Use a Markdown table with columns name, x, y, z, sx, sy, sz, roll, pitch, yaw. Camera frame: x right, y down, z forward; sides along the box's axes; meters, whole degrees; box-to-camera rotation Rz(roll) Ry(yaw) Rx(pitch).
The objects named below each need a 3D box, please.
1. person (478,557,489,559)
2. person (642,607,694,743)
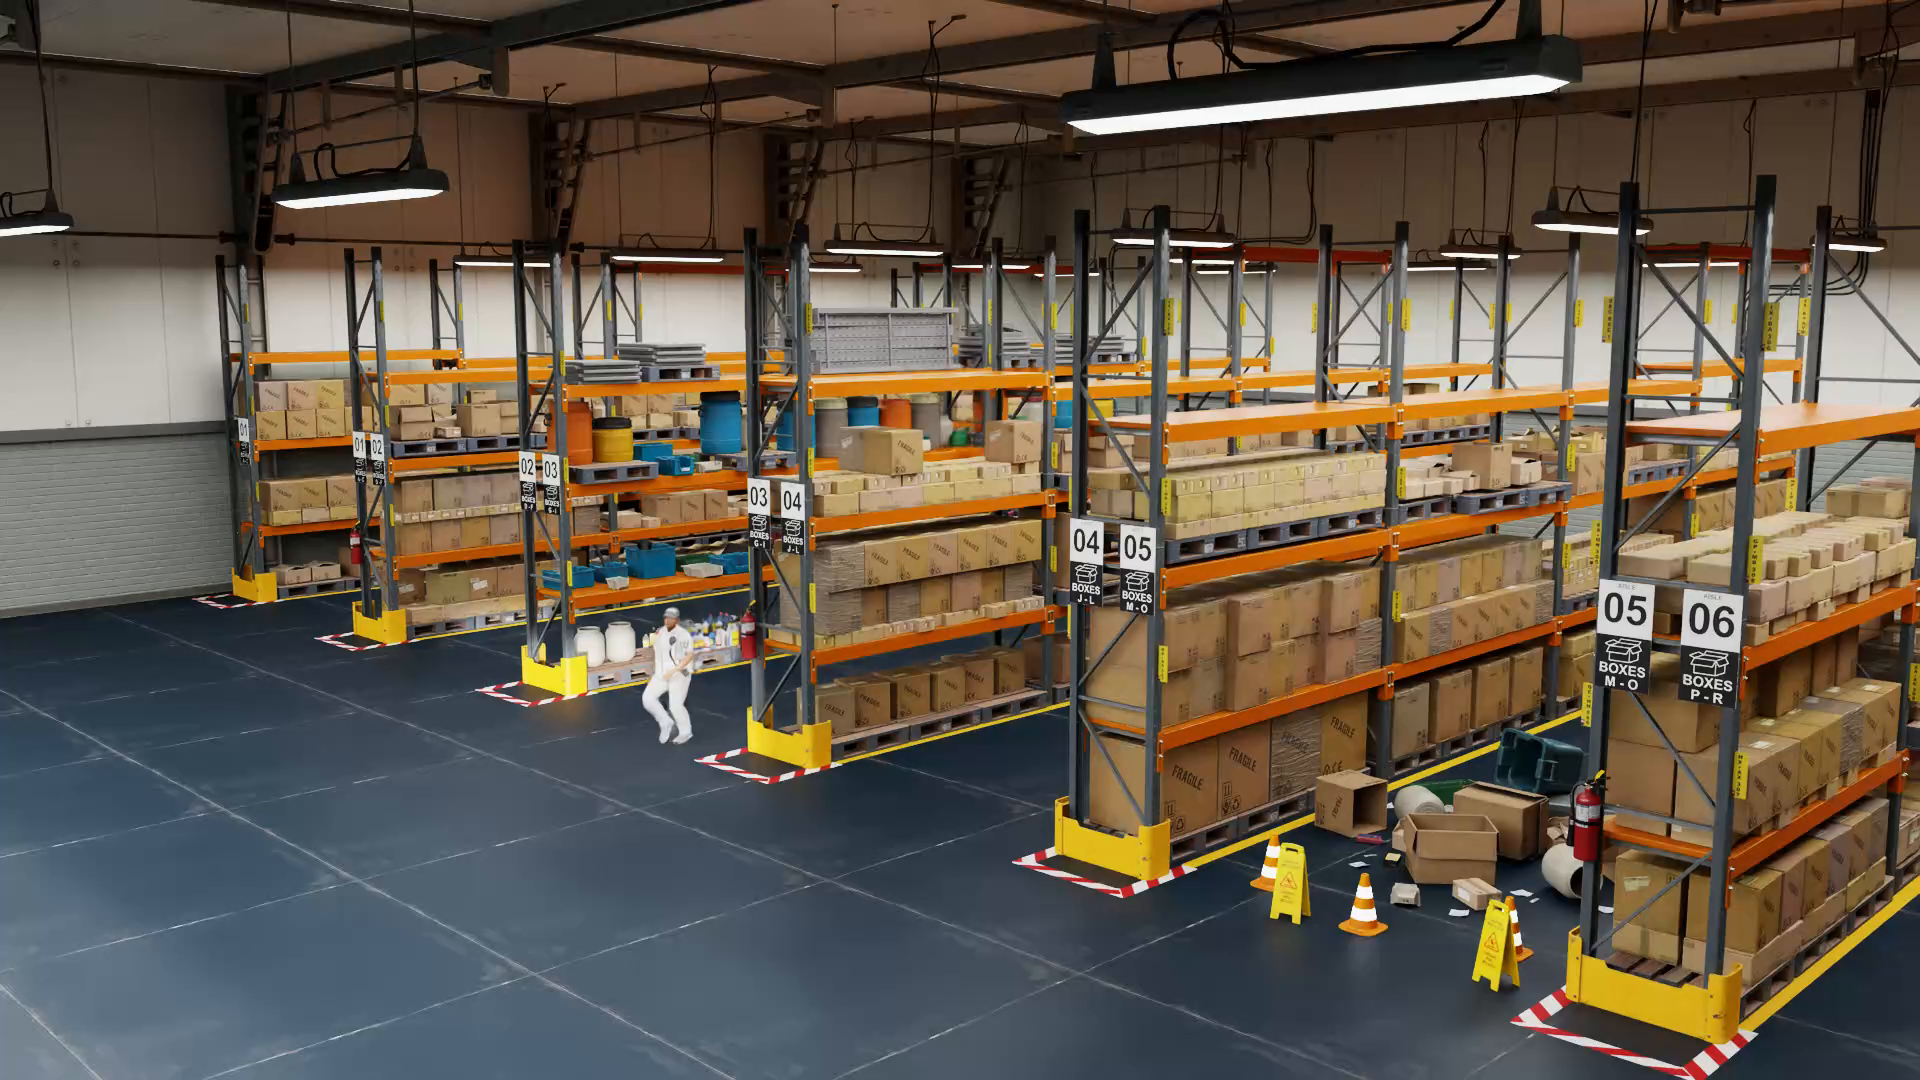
| name | x | y | z | sx | sy | sz | roll | pitch | yaw |
| --- | --- | --- | --- | --- | --- | --- | --- | --- | --- |
| person | -8.341 | 0.365 | 28.739 | 0.524 | 1.468 | 0.537 | 7 | 11 | 41 |
| person | -3.411 | 1.594 | 19.570 | 0.625 | 1.636 | 0.600 | 6 | 10 | 34 |
